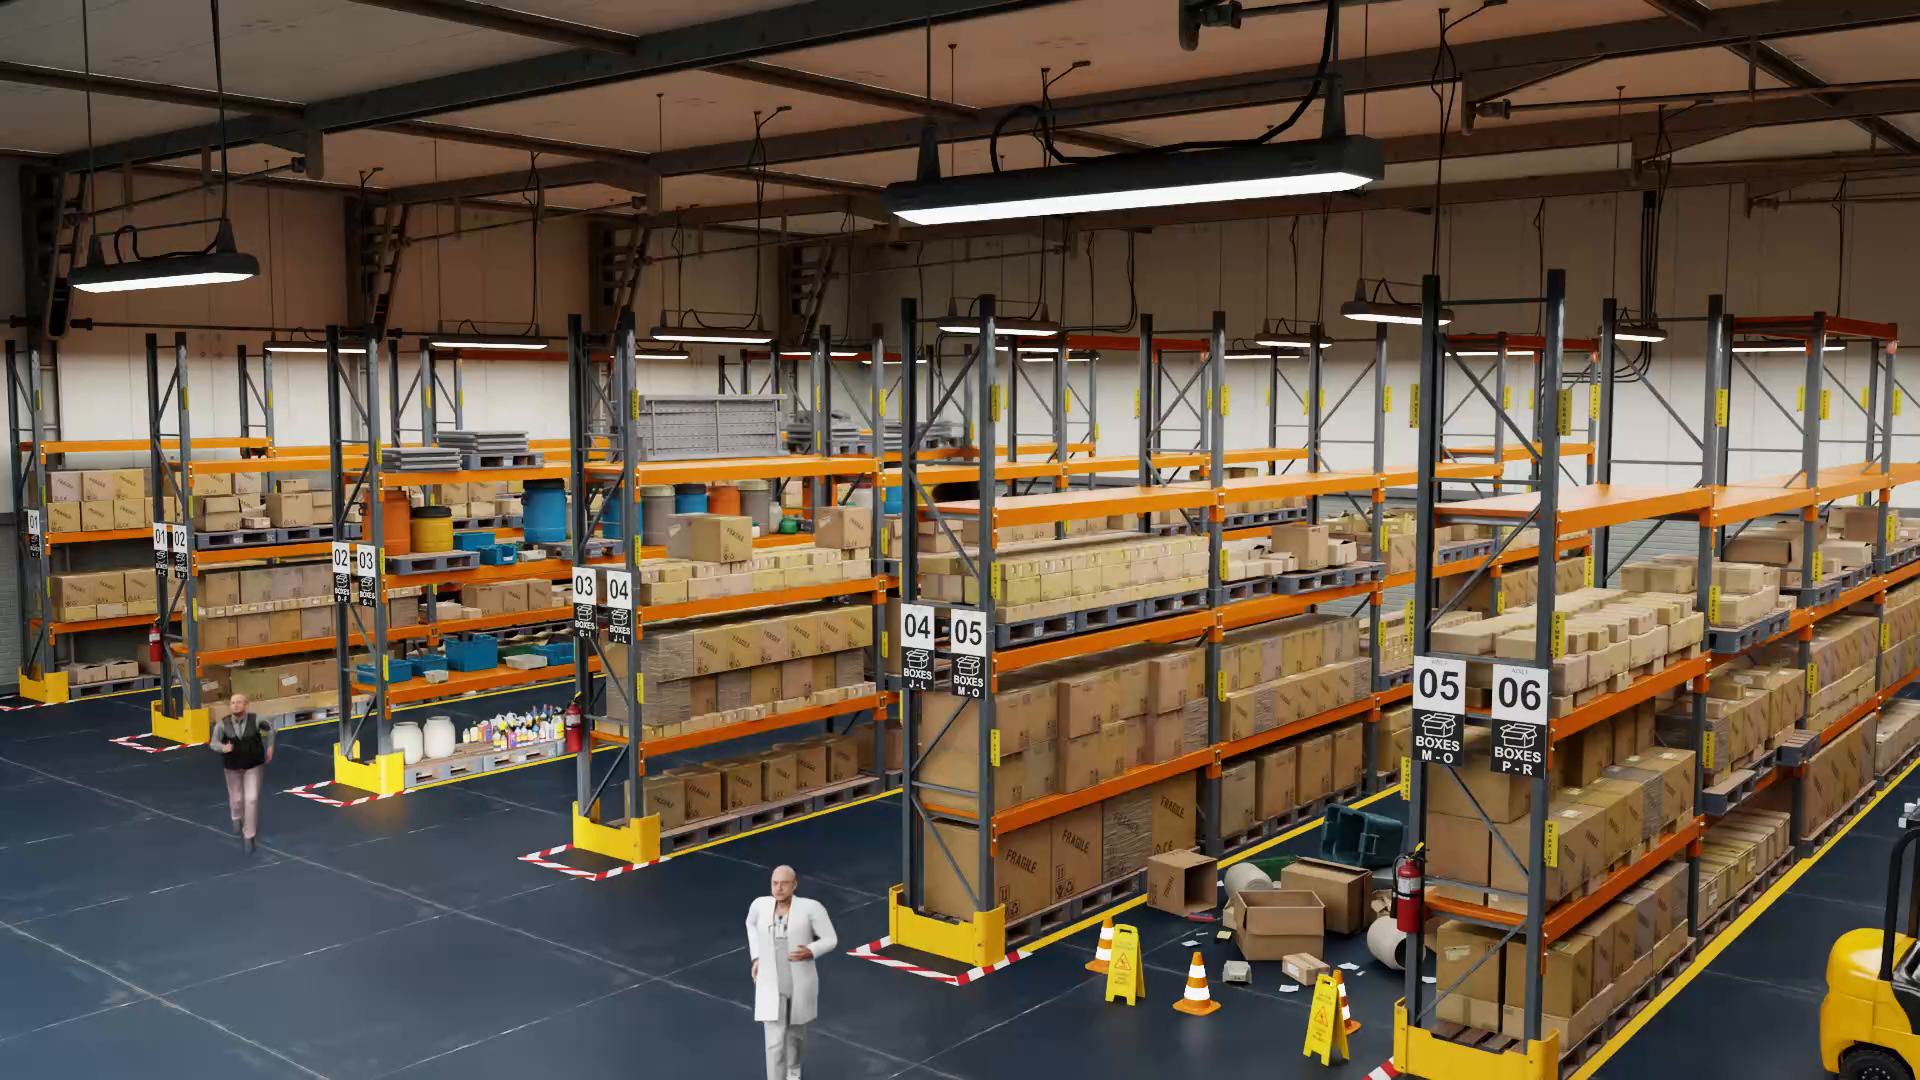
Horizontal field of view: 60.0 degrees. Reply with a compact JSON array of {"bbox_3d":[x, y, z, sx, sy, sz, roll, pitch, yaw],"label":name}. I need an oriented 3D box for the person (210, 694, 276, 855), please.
[{"bbox_3d":[-8.139,2.610,18.901,0.664,1.757,0.919,-1,5,-16],"label":"person"}]

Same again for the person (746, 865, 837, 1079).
[{"bbox_3d":[-1.211,3.206,11.895,0.680,1.814,0.980,0,5,0],"label":"person"}]
